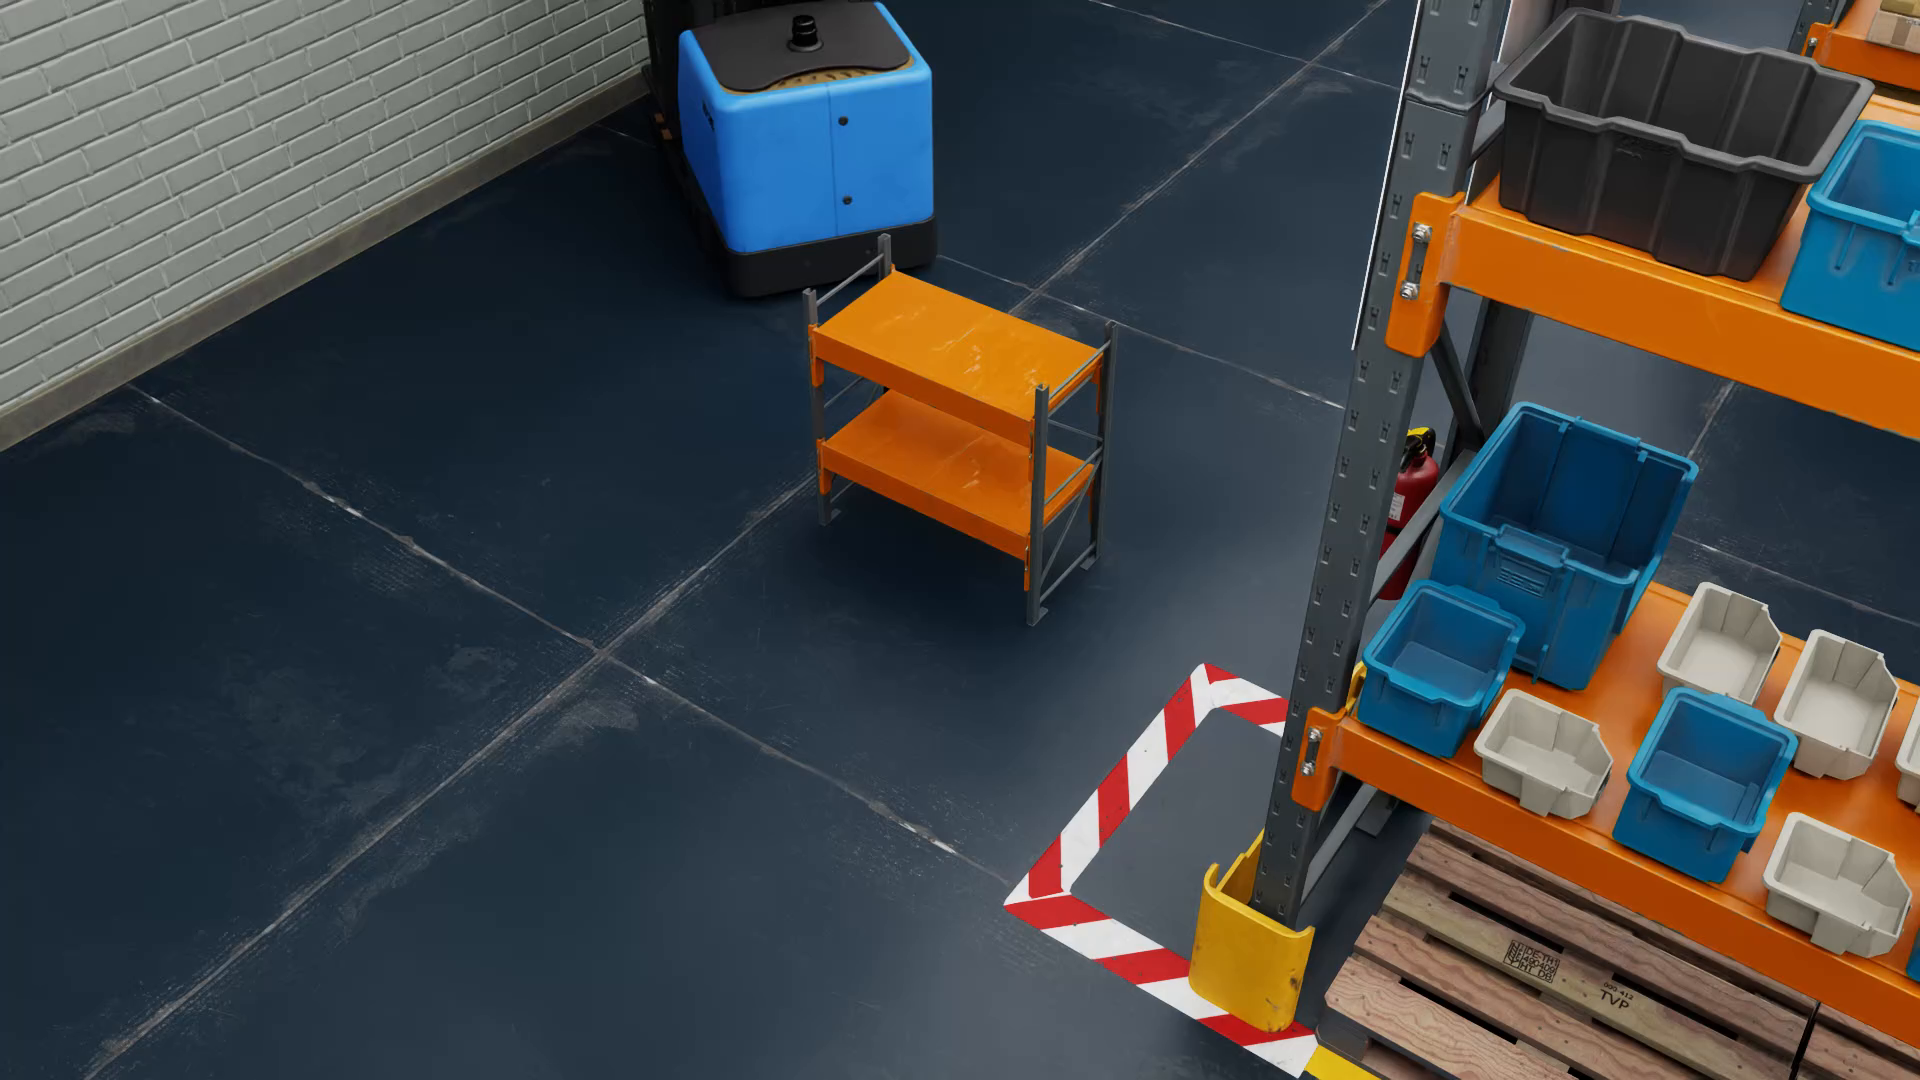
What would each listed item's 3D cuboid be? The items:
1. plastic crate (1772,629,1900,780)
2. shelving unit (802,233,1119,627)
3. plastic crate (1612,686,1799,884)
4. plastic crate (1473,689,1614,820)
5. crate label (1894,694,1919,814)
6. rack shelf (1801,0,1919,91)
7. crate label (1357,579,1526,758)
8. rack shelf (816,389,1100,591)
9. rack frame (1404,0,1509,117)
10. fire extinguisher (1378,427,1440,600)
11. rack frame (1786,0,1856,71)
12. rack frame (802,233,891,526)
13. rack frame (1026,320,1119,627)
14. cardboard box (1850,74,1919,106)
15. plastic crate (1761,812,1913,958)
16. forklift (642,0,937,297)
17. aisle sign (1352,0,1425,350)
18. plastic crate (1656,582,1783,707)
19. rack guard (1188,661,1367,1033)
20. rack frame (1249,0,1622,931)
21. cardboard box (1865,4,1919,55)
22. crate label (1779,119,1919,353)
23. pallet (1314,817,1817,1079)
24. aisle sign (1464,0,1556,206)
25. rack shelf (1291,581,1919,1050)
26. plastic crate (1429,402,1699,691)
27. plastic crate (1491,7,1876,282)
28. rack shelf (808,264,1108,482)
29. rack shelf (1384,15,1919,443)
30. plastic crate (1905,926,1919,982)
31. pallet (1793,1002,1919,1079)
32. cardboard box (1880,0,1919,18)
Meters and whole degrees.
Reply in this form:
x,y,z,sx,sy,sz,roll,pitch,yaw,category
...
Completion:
x,y,z,sx,sy,sz,roll,pitch,yaw,category
2.193,0.429,4.174,0.243,0.136,0.396,25,48,25,plastic crate
-0.006,-0.422,6.378,1.048,1.125,0.538,25,48,25,shelving unit
1.745,0.587,3.925,0.300,0.233,0.416,25,48,25,plastic crate
1.421,0.539,4.051,0.298,0.136,0.250,25,48,25,plastic crate
2.435,0.522,4.069,0.243,0.136,0.396,25,48,25,crate label
5.674,-1.649,6.883,4.000,0.370,1.077,25,48,25,rack shelf
1.206,0.335,4.206,0.303,0.233,0.416,25,48,25,crate label
-0.006,-0.240,6.541,1.000,0.278,0.538,25,48,25,rack shelf
1.193,-2.215,2.477,0.127,3.000,1.000,25,48,25,rack frame
1.330,-0.117,4.969,0.183,0.674,0.296,25,48,25,fire extinguisher
4.037,-2.683,7.499,0.127,3.000,1.000,25,48,25,rack frame
-0.422,-0.616,6.595,0.032,1.125,0.500,25,48,25,rack frame
0.411,-0.227,6.160,0.032,1.125,0.500,25,48,25,rack frame
4.607,-1.846,7.842,0.875,0.875,0.875,25,48,25,cardboard box
1.976,0.799,3.760,0.298,0.136,0.250,25,48,25,plastic crate
-1.080,-3.246,8.179,1.130,2.935,3.031,-13,43,-14,forklift
0.963,-0.813,3.460,0.004,0.787,0.394,25,48,25,aisle sign
1.964,0.310,4.306,0.243,0.136,0.396,25,48,25,plastic crate
1.166,0.950,5.313,0.348,0.500,1.175,25,48,25,rack guard
1.193,0.021,4.477,0.127,3.000,1.000,25,48,25,rack frame
4.138,-2.273,7.230,0.250,0.149,0.380,26,48,26,cardboard box
1.763,-0.512,2.934,0.502,0.251,0.408,25,48,25,crate label
1.846,1.397,5.030,1.213,0.211,1.003,25,48,25,pallet
1.302,-1.135,3.820,0.004,0.787,0.394,25,48,25,aisle sign
2.830,1.055,3.861,4.000,0.370,1.077,25,48,25,rack shelf
1.574,0.012,4.416,0.499,0.435,0.616,25,48,25,plastic crate
1.348,-0.749,3.186,0.590,0.269,0.497,25,48,25,plastic crate
-0.006,-0.640,6.183,1.000,0.278,0.538,25,48,25,rack shelf
2.830,-0.063,2.861,4.000,0.370,1.077,25,48,25,rack shelf
2.284,0.839,3.643,0.300,0.233,0.416,25,48,25,plastic crate
2.840,1.865,4.508,1.213,0.211,1.003,25,48,25,pallet
4.275,-2.407,7.080,0.500,0.250,0.500,24,47,24,cardboard box
